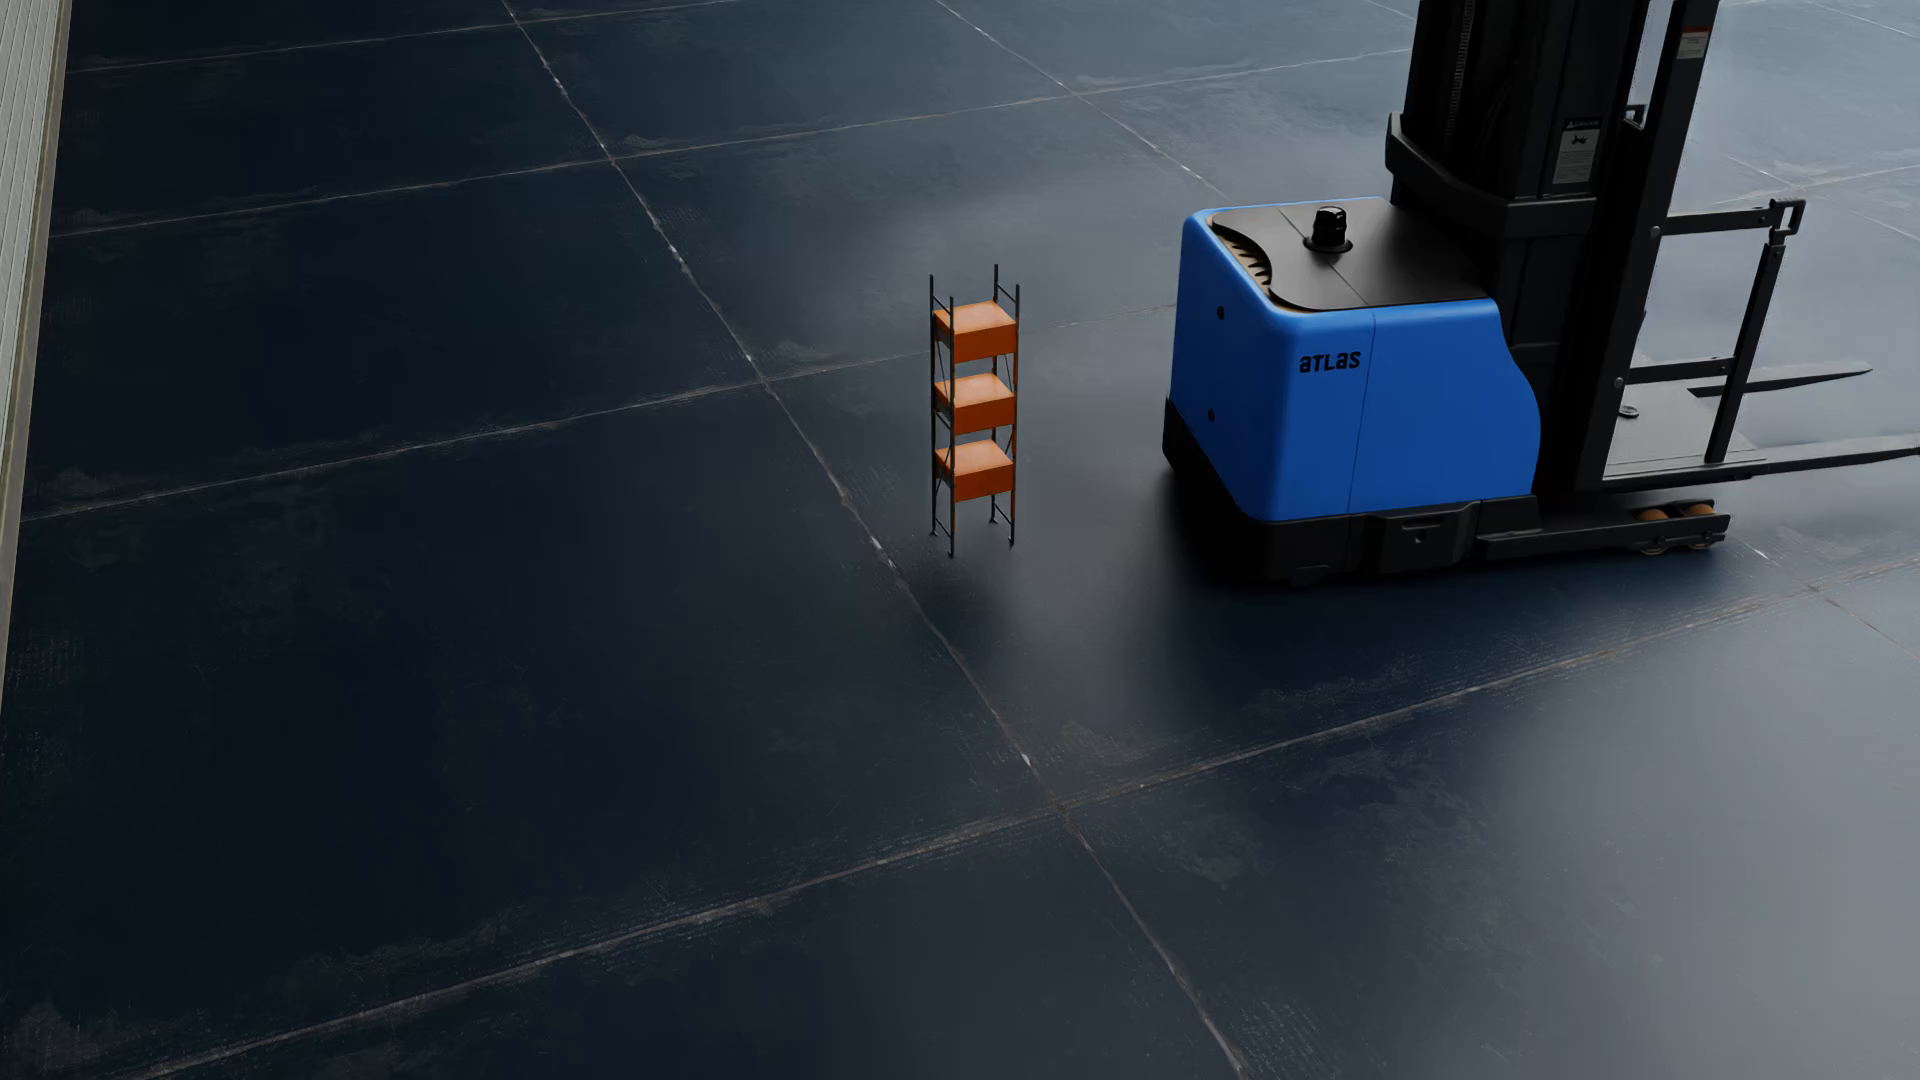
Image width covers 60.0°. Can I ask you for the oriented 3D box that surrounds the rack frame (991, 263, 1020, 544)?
[{"bbox_3d":[0.162,-0.477,6.021,0.008,1.050,0.200,-13,35,-19],"label":"rack frame"}]

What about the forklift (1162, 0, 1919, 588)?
[{"bbox_3d":[2.379,-1.450,5.792,3.031,2.935,1.130,-6,34,-9],"label":"forklift"}]

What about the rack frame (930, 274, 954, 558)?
[{"bbox_3d":[-0.063,-0.426,5.941,0.008,1.050,0.200,-13,35,-19],"label":"rack frame"}]

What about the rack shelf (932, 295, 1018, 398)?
[{"bbox_3d":[0.049,-0.680,5.832,0.240,0.259,0.215,-13,35,-19],"label":"rack shelf"}]

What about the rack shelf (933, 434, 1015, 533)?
[{"bbox_3d":[0.049,-0.210,6.138,0.240,0.259,0.215,-13,35,-19],"label":"rack shelf"}]

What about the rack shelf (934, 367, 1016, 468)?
[{"bbox_3d":[0.049,-0.442,5.987,0.240,0.259,0.215,-13,35,-19],"label":"rack shelf"}]

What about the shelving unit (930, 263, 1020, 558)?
[{"bbox_3d":[0.049,-0.451,5.981,0.252,1.050,0.215,-13,35,-19],"label":"shelving unit"}]
